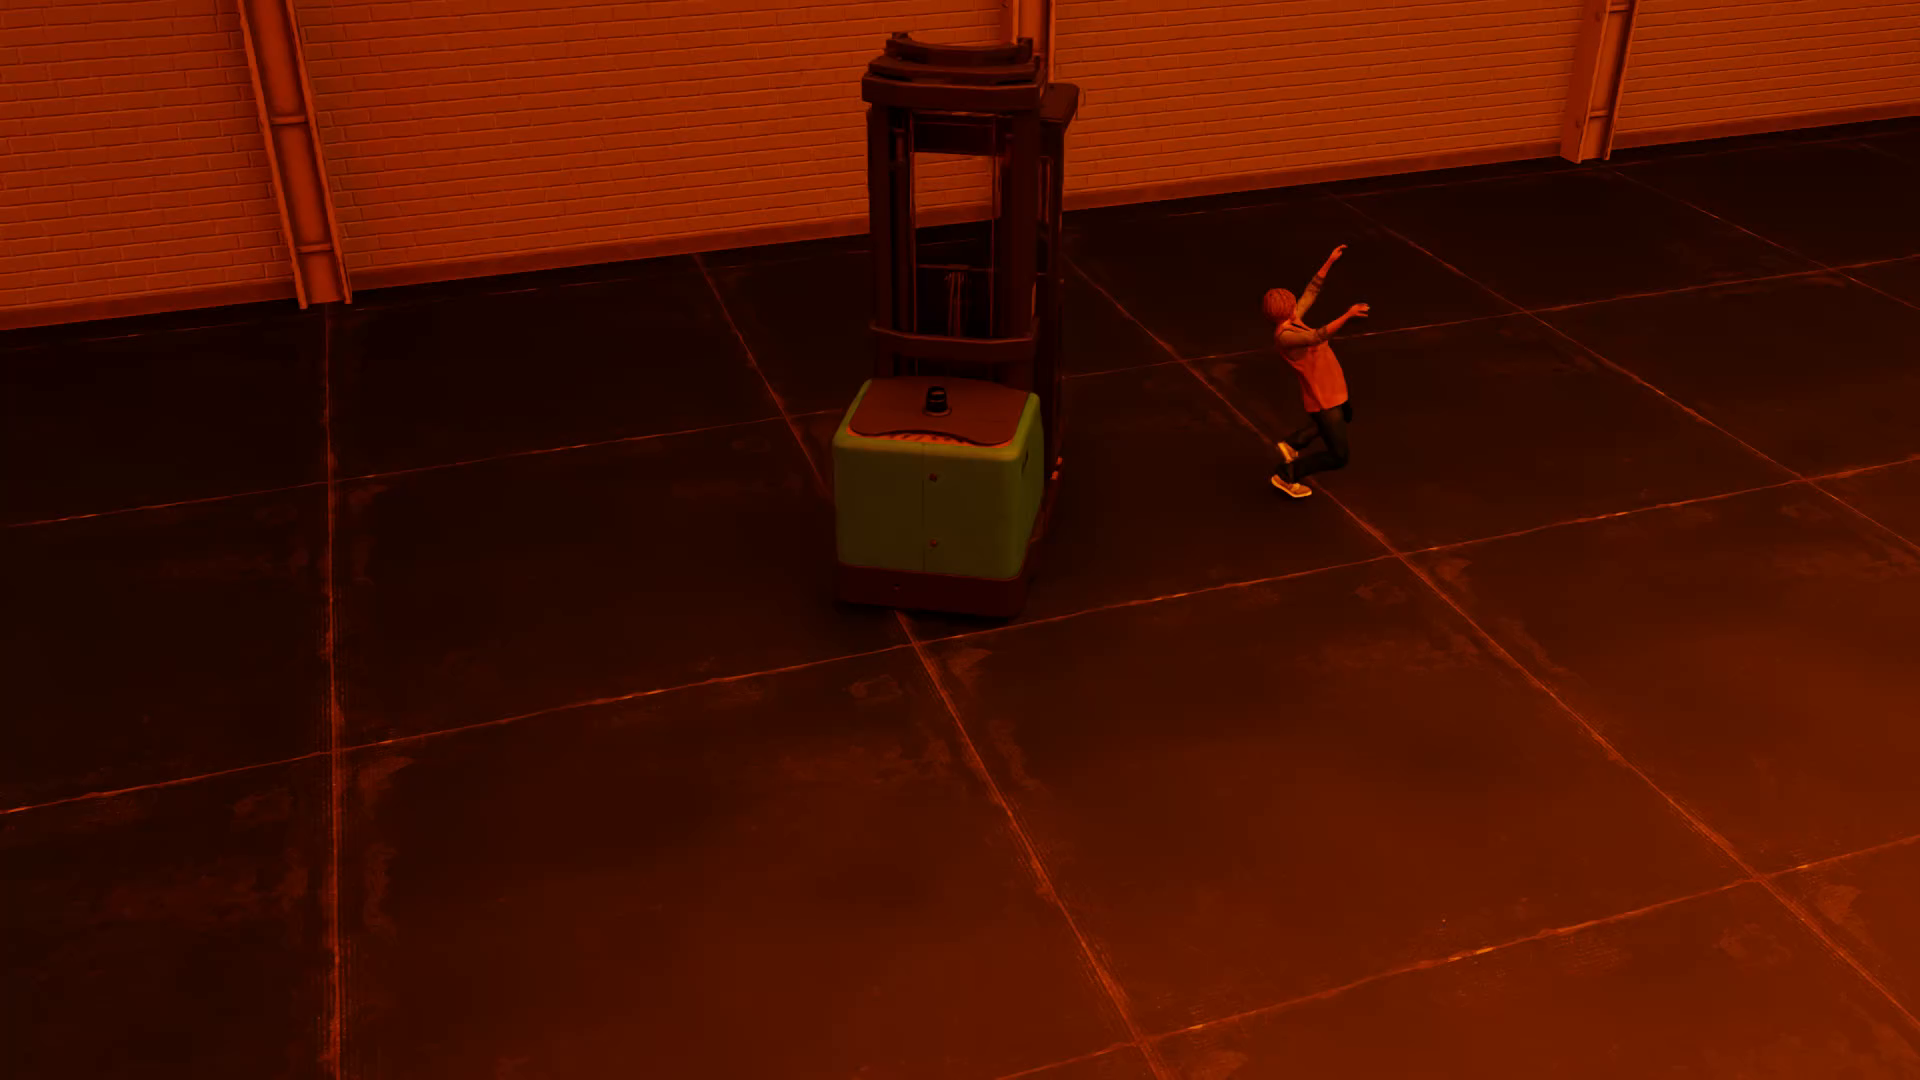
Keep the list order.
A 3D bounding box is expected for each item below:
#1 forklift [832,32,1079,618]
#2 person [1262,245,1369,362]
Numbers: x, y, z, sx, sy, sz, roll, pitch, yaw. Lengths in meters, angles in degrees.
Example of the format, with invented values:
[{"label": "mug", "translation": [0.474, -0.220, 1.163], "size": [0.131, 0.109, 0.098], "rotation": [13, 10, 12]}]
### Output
[{"label": "forklift", "translation": [0.074, -1.562, 9.802], "size": [1.130, 2.935, 3.031], "rotation": [5, 30, 9]}, {"label": "person", "translation": [2.107, -1.228, 10.045], "size": [0.587, 0.925, 0.813], "rotation": [4, 30, 7]}]
